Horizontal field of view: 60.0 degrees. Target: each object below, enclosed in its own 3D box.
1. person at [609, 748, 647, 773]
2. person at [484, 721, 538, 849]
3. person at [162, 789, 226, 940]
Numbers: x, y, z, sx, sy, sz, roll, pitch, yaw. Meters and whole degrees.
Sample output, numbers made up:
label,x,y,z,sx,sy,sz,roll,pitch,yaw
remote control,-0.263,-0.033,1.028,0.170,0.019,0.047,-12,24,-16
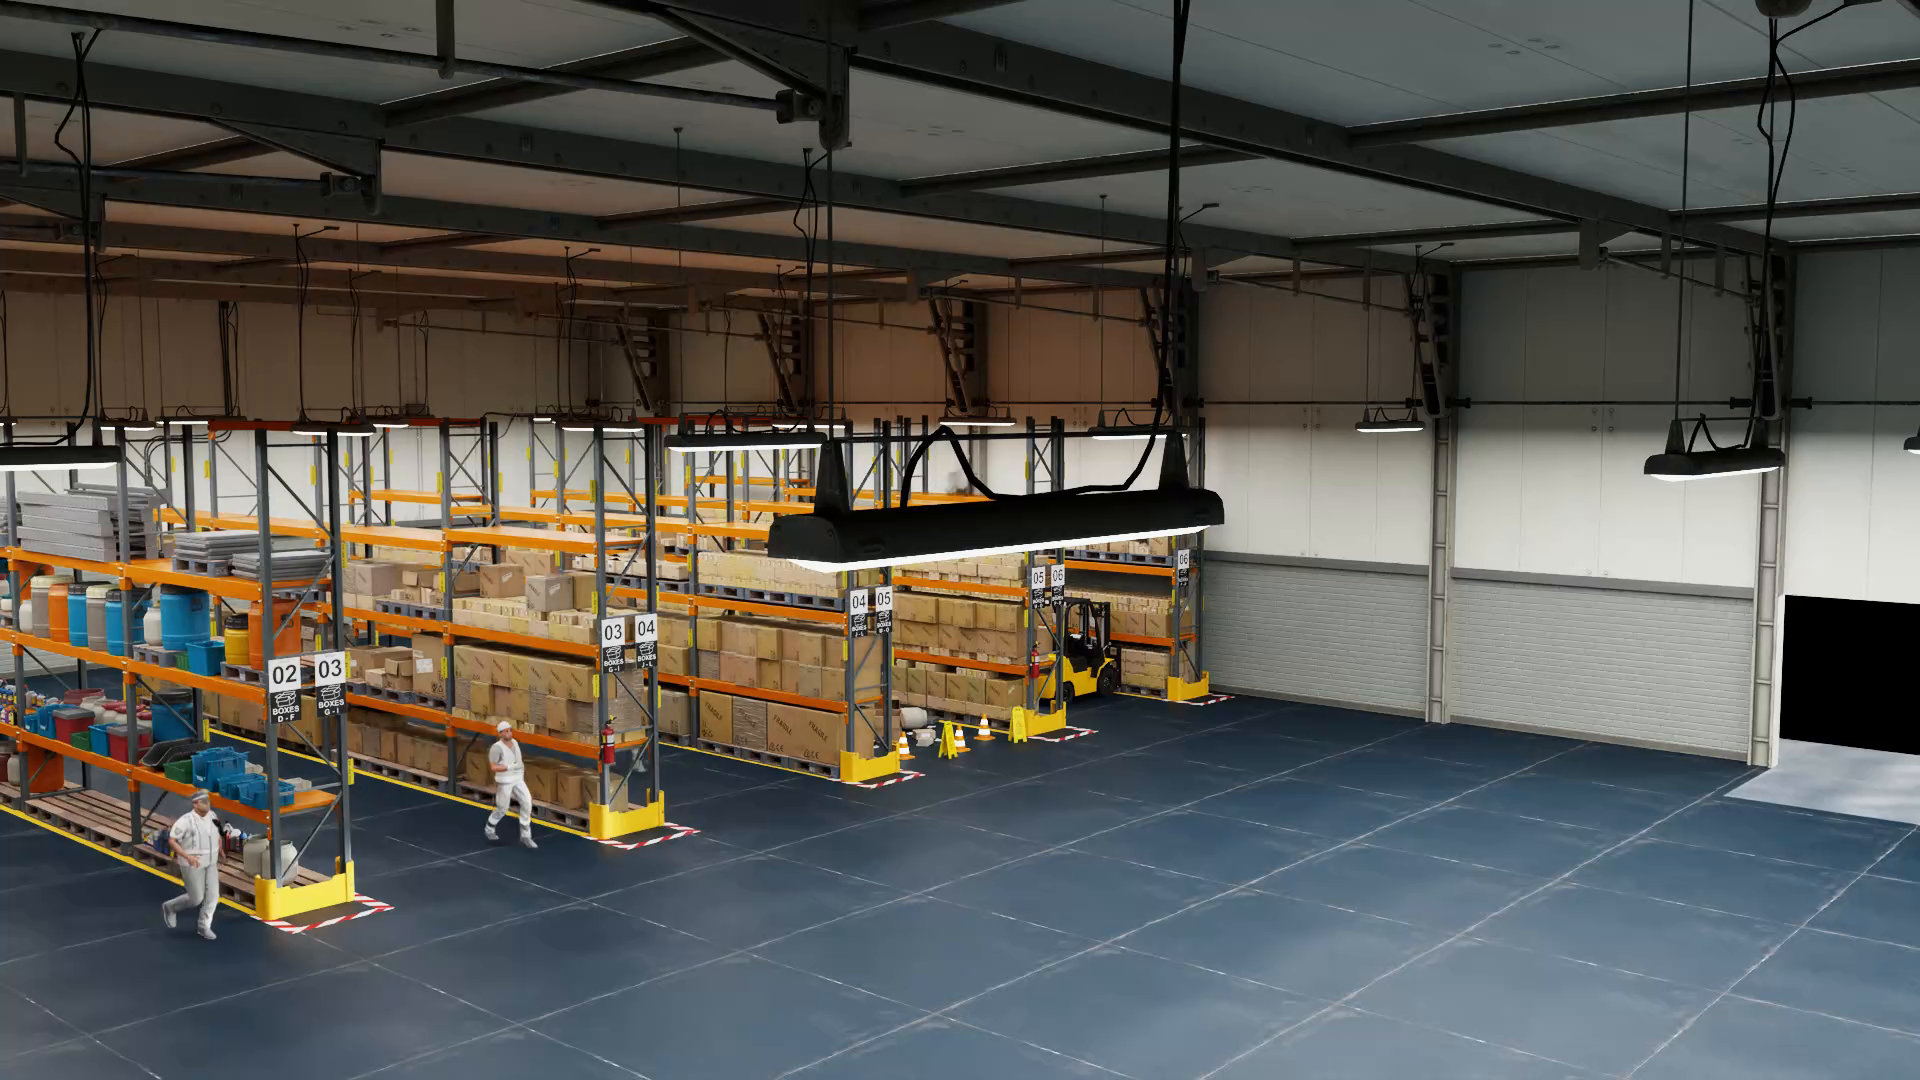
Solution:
label,x,y,z,sx,sy,sz,roll,pitch,yaw
person,-5.755,3.069,28.545,0.826,1.841,0.706,3,6,31
person,-6.416,3.478,23.708,0.893,1.812,0.669,3,6,35
person,-9.078,3.835,19.811,0.703,1.773,0.695,2,5,22
